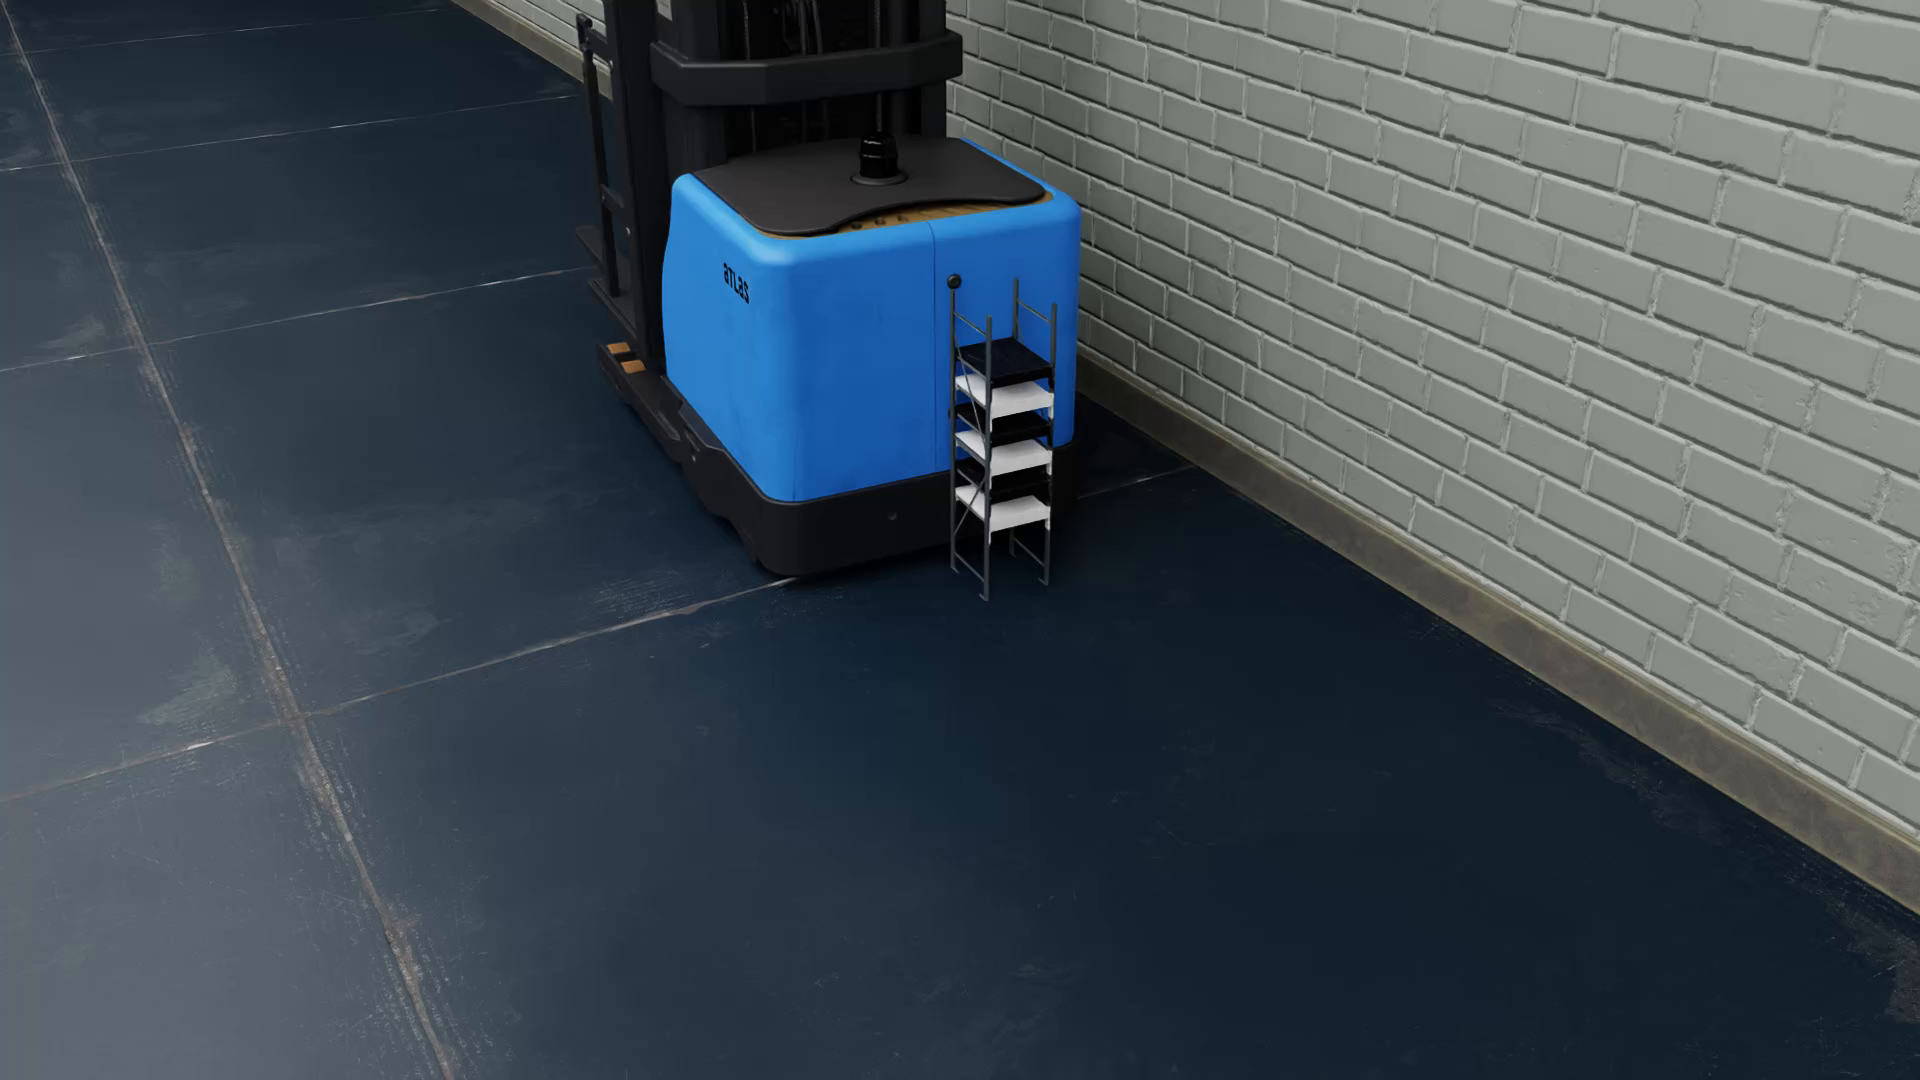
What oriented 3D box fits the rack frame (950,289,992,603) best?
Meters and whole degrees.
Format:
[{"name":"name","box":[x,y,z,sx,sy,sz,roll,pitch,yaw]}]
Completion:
[{"name":"rack frame","box":[0.029,-0.259,4.788,0.006,0.900,0.240,-14,32,-23]}]

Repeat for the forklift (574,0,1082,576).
[{"name":"forklift","box":[-0.721,-1.865,5.595,1.130,2.935,3.031,-13,31,-22]}]

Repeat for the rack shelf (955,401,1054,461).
[{"name":"rack shelf","box":[0.119,-0.331,4.801,0.200,0.077,0.258,-14,32,-23]}]

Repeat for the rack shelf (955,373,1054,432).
[{"name":"rack shelf","box":[0.119,-0.410,4.758,0.200,0.077,0.258,-14,32,-23]}]

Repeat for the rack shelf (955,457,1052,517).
[{"name":"rack shelf","box":[0.119,-0.173,4.888,0.200,0.077,0.258,-14,32,-23]}]

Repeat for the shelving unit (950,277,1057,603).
[{"name":"shelving unit","box":[0.119,-0.281,4.829,0.210,0.900,0.258,-14,32,-23]}]

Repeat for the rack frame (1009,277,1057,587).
[{"name":"rack frame","box":[0.210,-0.304,4.869,0.006,0.900,0.240,-14,32,-23]}]

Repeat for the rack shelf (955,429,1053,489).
[{"name":"rack shelf","box":[0.119,-0.252,4.845,0.200,0.077,0.258,-14,32,-23]}]

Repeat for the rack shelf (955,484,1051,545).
[{"name":"rack shelf","box":[0.119,-0.095,4.932,0.200,0.077,0.258,-14,32,-23]}]

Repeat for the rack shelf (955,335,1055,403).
[{"name":"rack shelf","box":[0.119,-0.489,4.714,0.200,0.077,0.258,-14,32,-23]}]
